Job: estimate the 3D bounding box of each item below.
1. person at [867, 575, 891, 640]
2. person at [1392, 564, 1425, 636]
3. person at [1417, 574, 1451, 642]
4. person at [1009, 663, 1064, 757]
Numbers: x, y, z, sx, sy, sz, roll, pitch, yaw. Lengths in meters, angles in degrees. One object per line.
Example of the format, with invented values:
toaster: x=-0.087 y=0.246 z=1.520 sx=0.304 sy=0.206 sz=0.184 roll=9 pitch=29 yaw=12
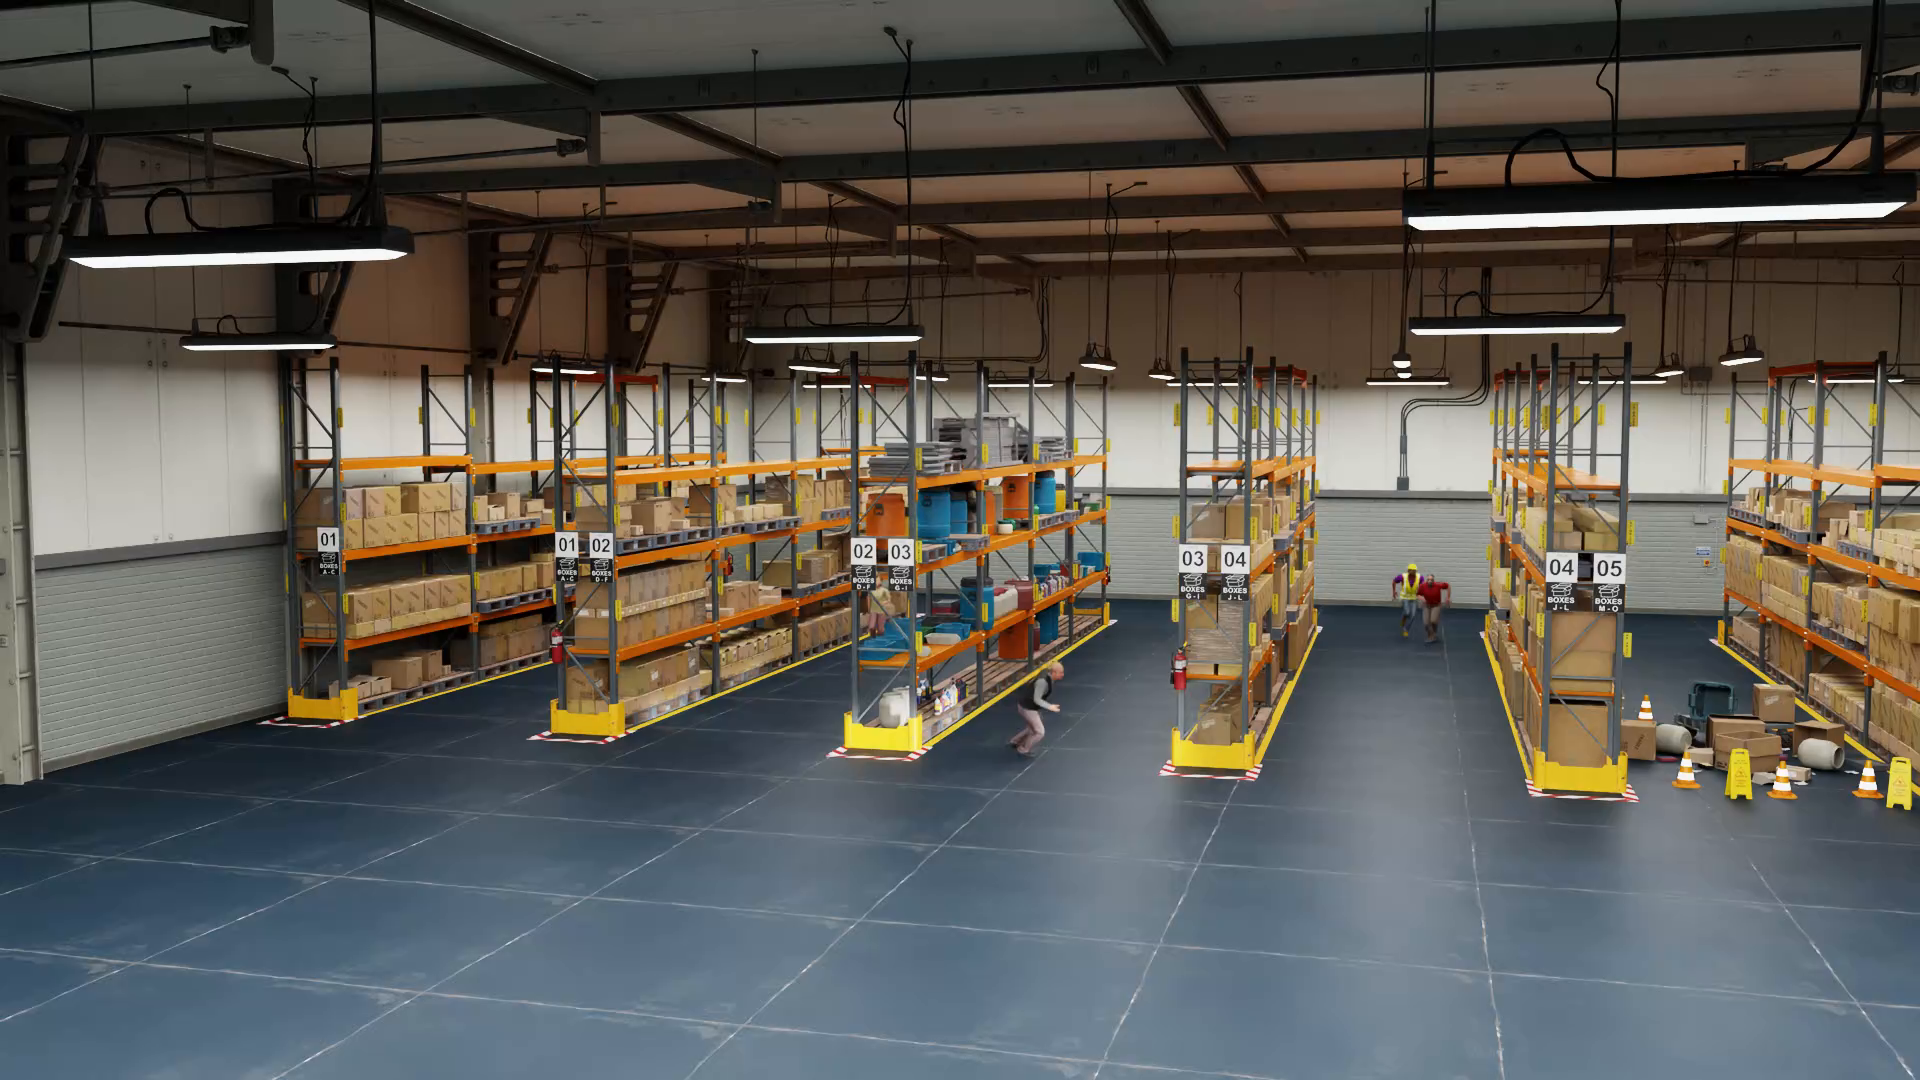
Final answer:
person: x=-1.745 y=1.565 z=35.426 sx=0.559 sy=1.646 sz=0.641 roll=1 pitch=4 yaw=8
person: x=10.286 y=1.377 z=38.022 sx=0.677 sy=1.682 sz=0.714 roll=0 pitch=4 yaw=-2
person: x=10.504 y=1.510 z=36.886 sx=0.694 sy=1.559 sz=0.892 roll=2 pitch=5 yaw=26
person: x=1.110 y=2.494 z=24.435 sx=0.891 sy=1.450 sz=0.663 roll=1 pitch=4 yaw=16
